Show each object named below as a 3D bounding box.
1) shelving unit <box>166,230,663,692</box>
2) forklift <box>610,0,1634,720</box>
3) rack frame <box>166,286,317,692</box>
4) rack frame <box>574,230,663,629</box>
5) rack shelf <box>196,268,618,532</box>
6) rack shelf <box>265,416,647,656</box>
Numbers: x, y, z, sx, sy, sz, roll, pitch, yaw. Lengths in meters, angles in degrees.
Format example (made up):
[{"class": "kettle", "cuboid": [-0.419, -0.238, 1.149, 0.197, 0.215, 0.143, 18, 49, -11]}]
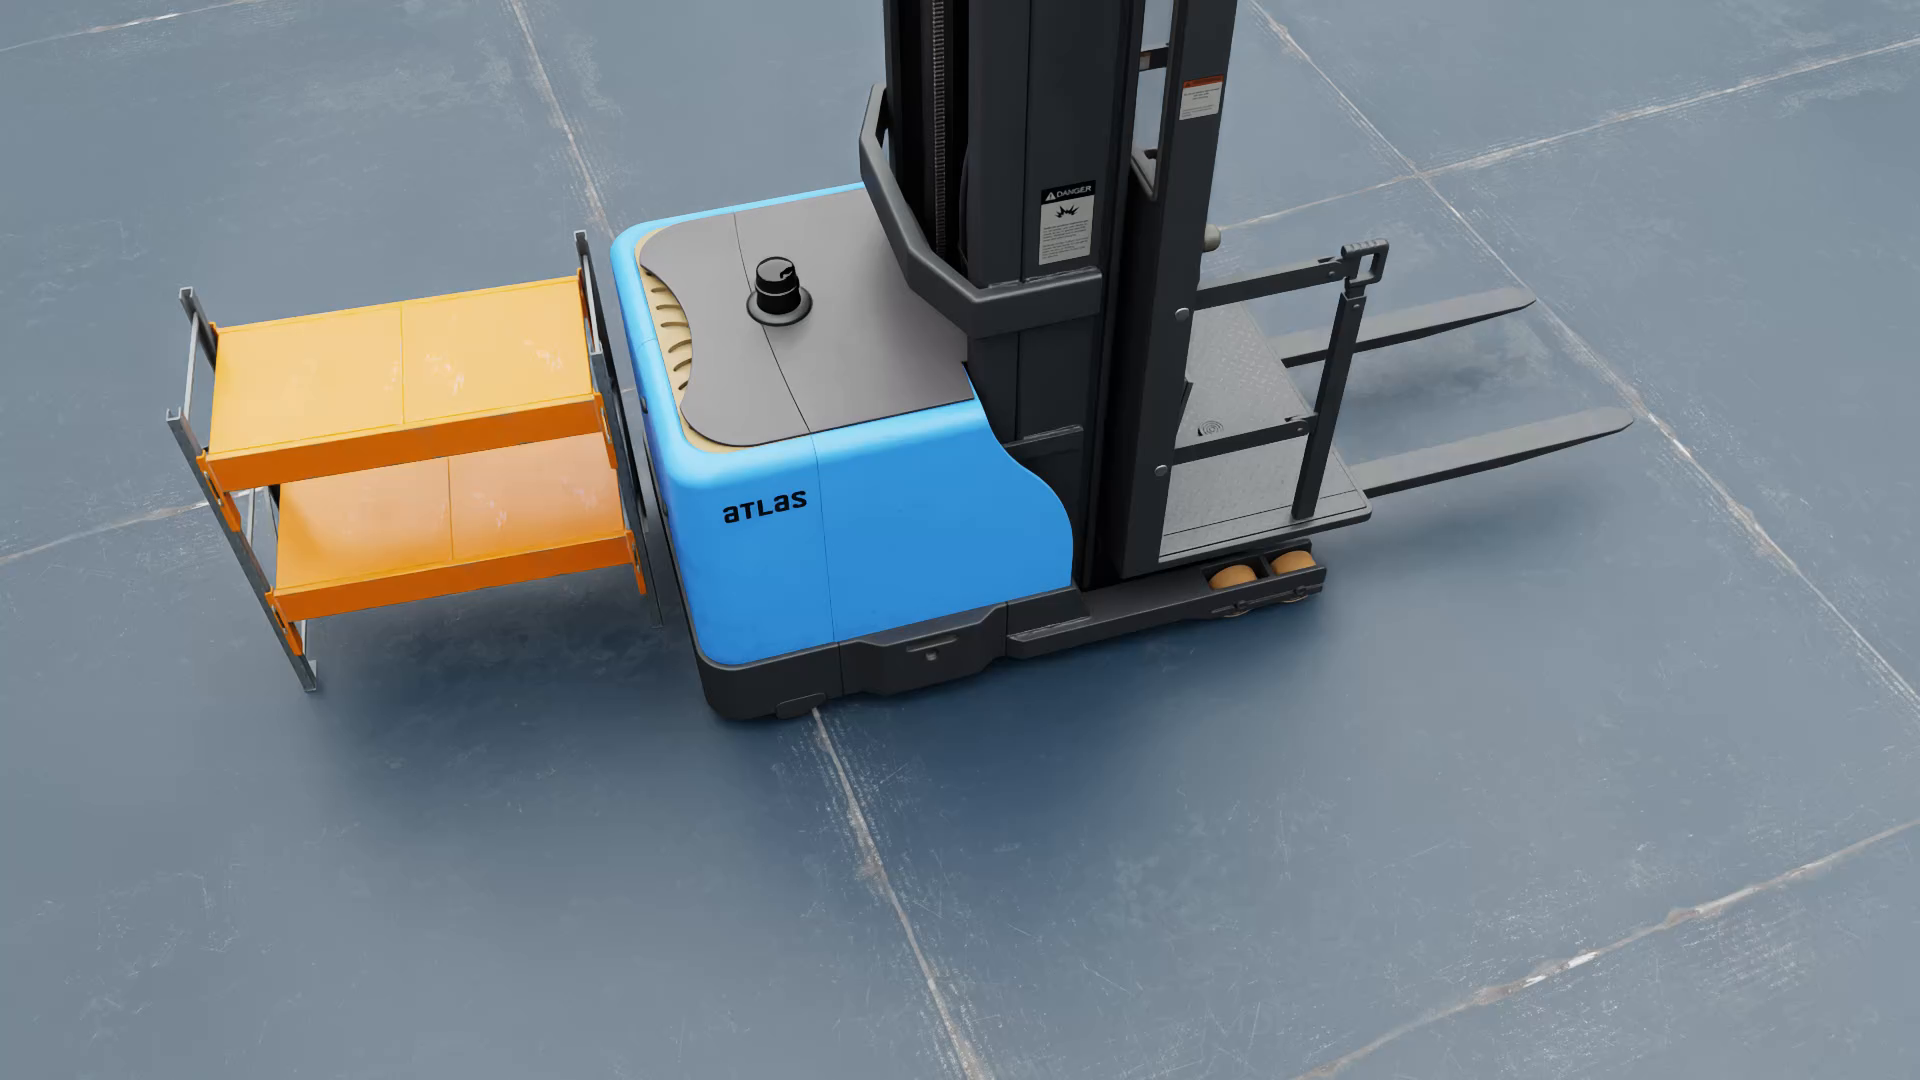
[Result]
[{"class": "shelving unit", "cuboid": [-1.464, -0.196, 4.677, 1.048, 1.125, 0.538, -10, 50, -9]}, {"class": "forklift", "cuboid": [0.598, -1.094, 4.257, 3.031, 2.935, 1.130, -13, 51, -11]}, {"class": "rack frame", "cuboid": [-1.958, -0.108, 4.601, 0.032, 1.125, 0.500, -10, 50, -9]}, {"class": "rack frame", "cuboid": [-0.969, -0.284, 4.752, 0.032, 1.125, 0.500, -10, 50, -9]}, {"class": "rack shelf", "cuboid": [-1.464, -0.387, 4.455, 1.000, 0.278, 0.538, -10, 50, -9]}, {"class": "rack shelf", "cuboid": [-1.464, -0.037, 4.862, 1.000, 0.278, 0.538, -10, 50, -9]}]
